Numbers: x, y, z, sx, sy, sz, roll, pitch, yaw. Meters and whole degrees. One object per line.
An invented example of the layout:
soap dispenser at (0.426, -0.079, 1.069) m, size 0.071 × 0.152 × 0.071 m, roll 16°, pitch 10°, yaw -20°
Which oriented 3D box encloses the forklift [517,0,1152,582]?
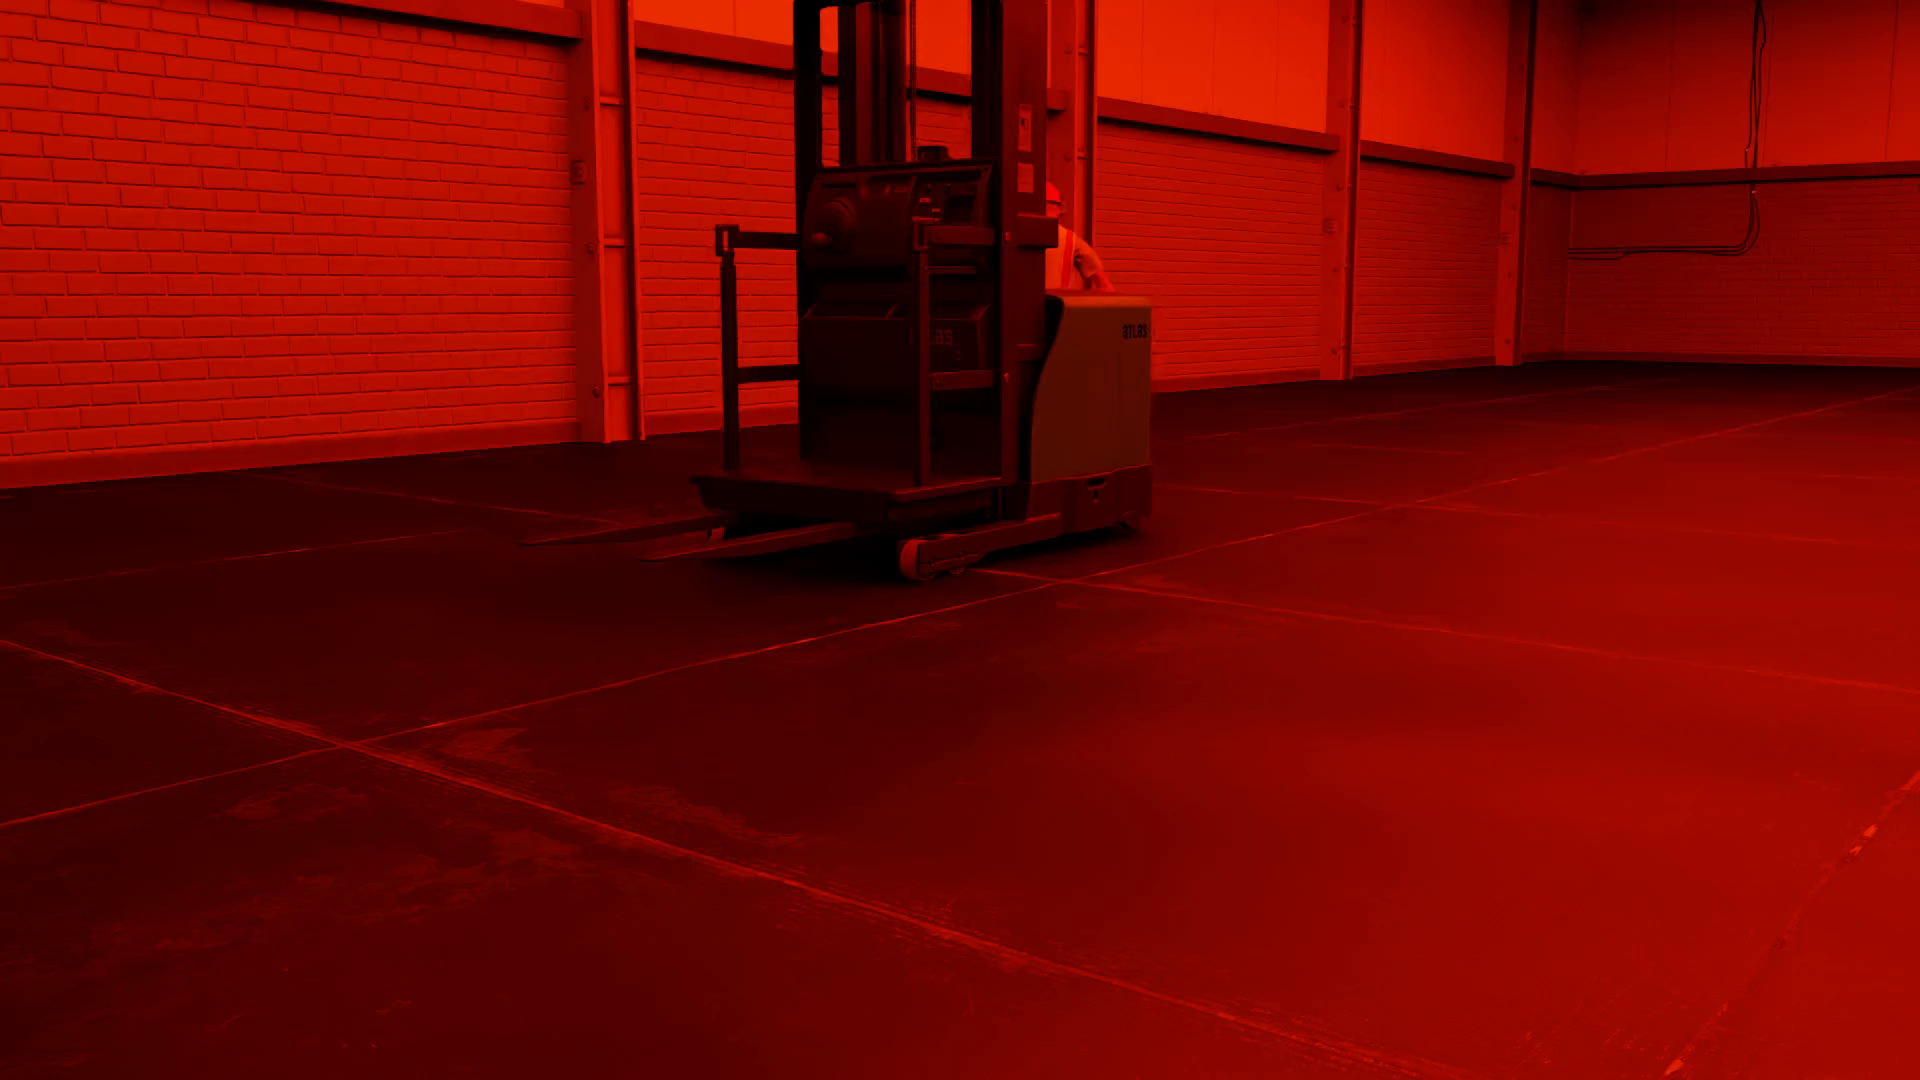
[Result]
forklift at (-0.388, -1.369, 6.639) m, size 1.130 × 2.935 × 3.031 m, roll 6°, pitch 10°, yaw 36°

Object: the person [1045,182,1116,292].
person at (0.550, -1.289, 10.245) m, size 1.031 × 1.781 × 0.700 m, roll 0°, pitch 8°, yaw 1°
